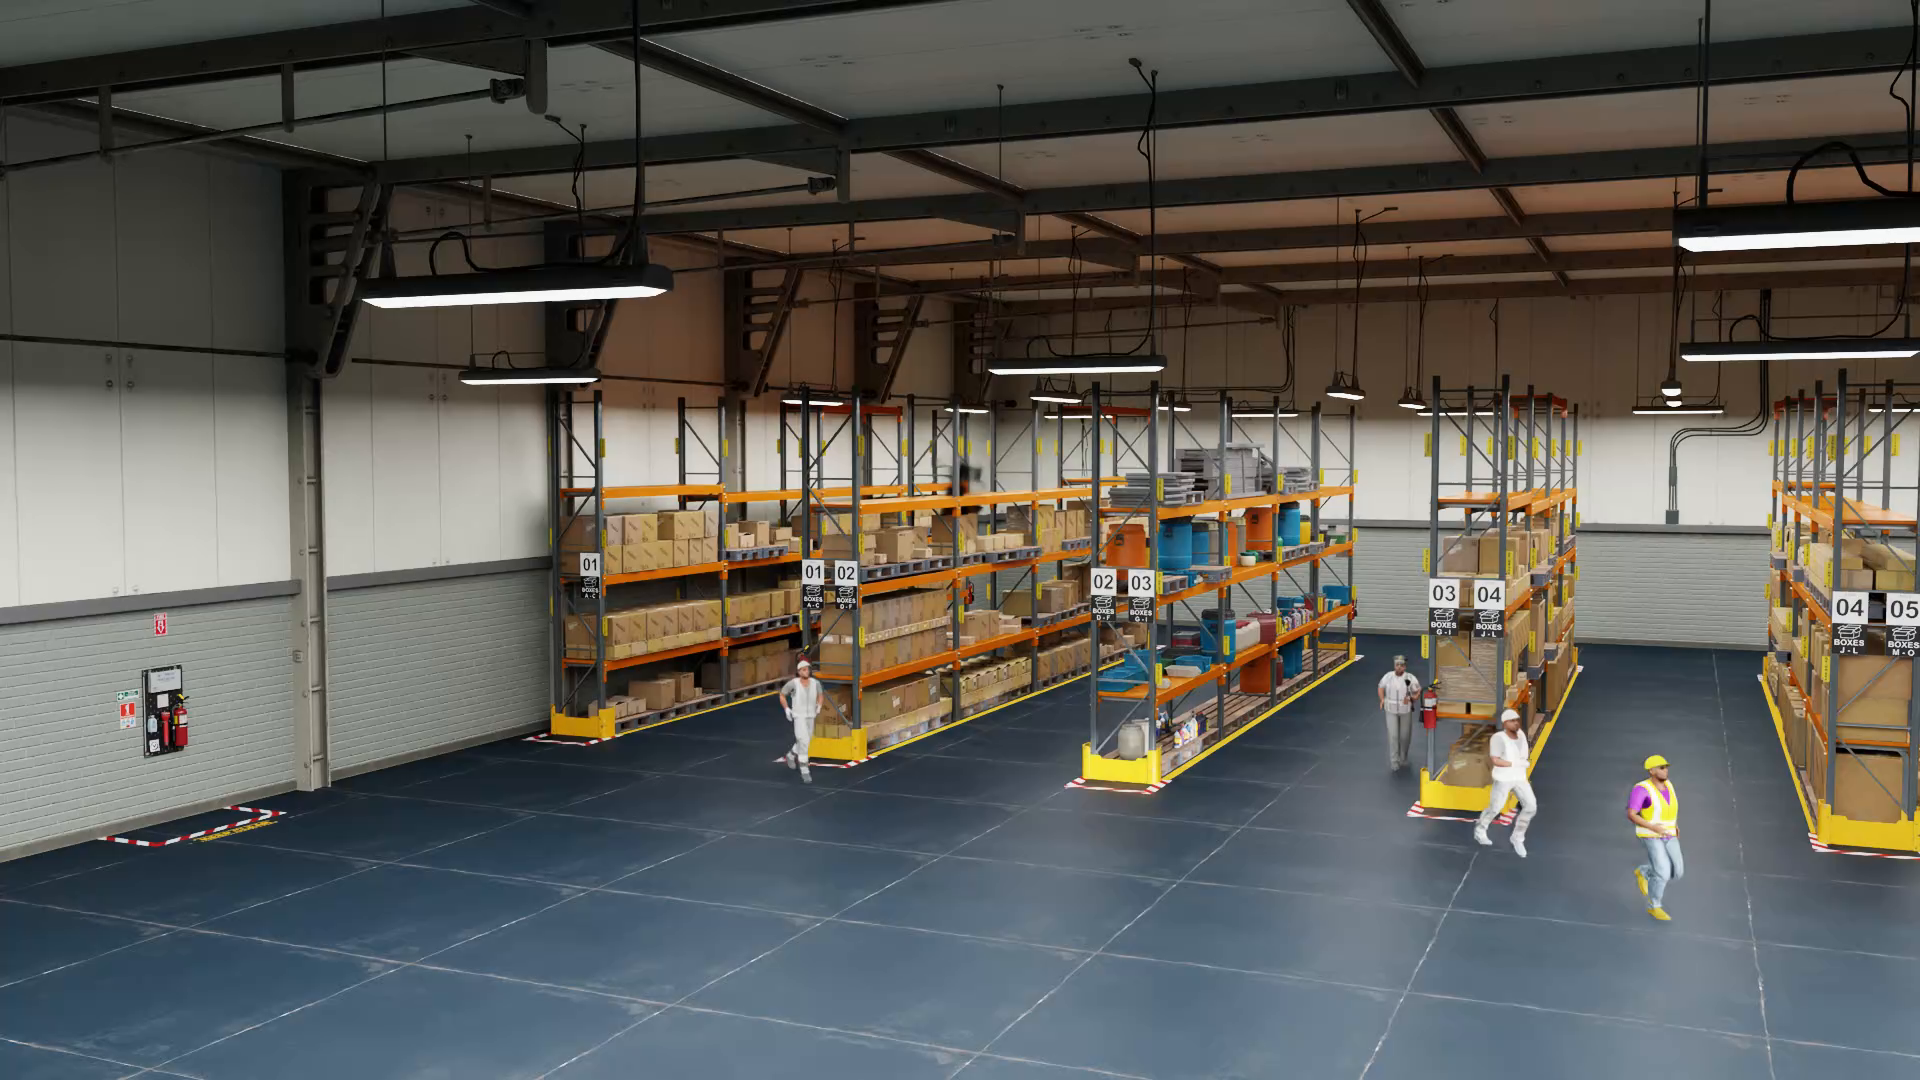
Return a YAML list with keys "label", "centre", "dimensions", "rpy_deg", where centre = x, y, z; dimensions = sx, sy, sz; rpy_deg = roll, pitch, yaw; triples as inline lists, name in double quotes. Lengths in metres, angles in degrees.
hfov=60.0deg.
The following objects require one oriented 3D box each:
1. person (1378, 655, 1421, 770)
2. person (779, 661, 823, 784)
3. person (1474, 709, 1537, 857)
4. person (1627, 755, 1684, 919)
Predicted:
- label: "person"
  centre: [6.881, 2.676, 26.041]
  dimensions: [0.684, 1.765, 0.828]
  rpy_deg: [1, 3, 17]
- label: "person"
  centre: [-2.385, 2.714, 25.203]
  dimensions: [0.670, 1.805, 0.884]
  rpy_deg: [-2, 4, -35]
- label: "person"
  centre: [6.781, 2.978, 20.521]
  dimensions: [0.694, 1.807, 0.899]
  rpy_deg: [-1, 3, -22]
- label: "person"
  centre: [7.450, 3.162, 17.832]
  dimensions: [0.736, 1.726, 0.612]
  rpy_deg: [-2, 4, -28]
